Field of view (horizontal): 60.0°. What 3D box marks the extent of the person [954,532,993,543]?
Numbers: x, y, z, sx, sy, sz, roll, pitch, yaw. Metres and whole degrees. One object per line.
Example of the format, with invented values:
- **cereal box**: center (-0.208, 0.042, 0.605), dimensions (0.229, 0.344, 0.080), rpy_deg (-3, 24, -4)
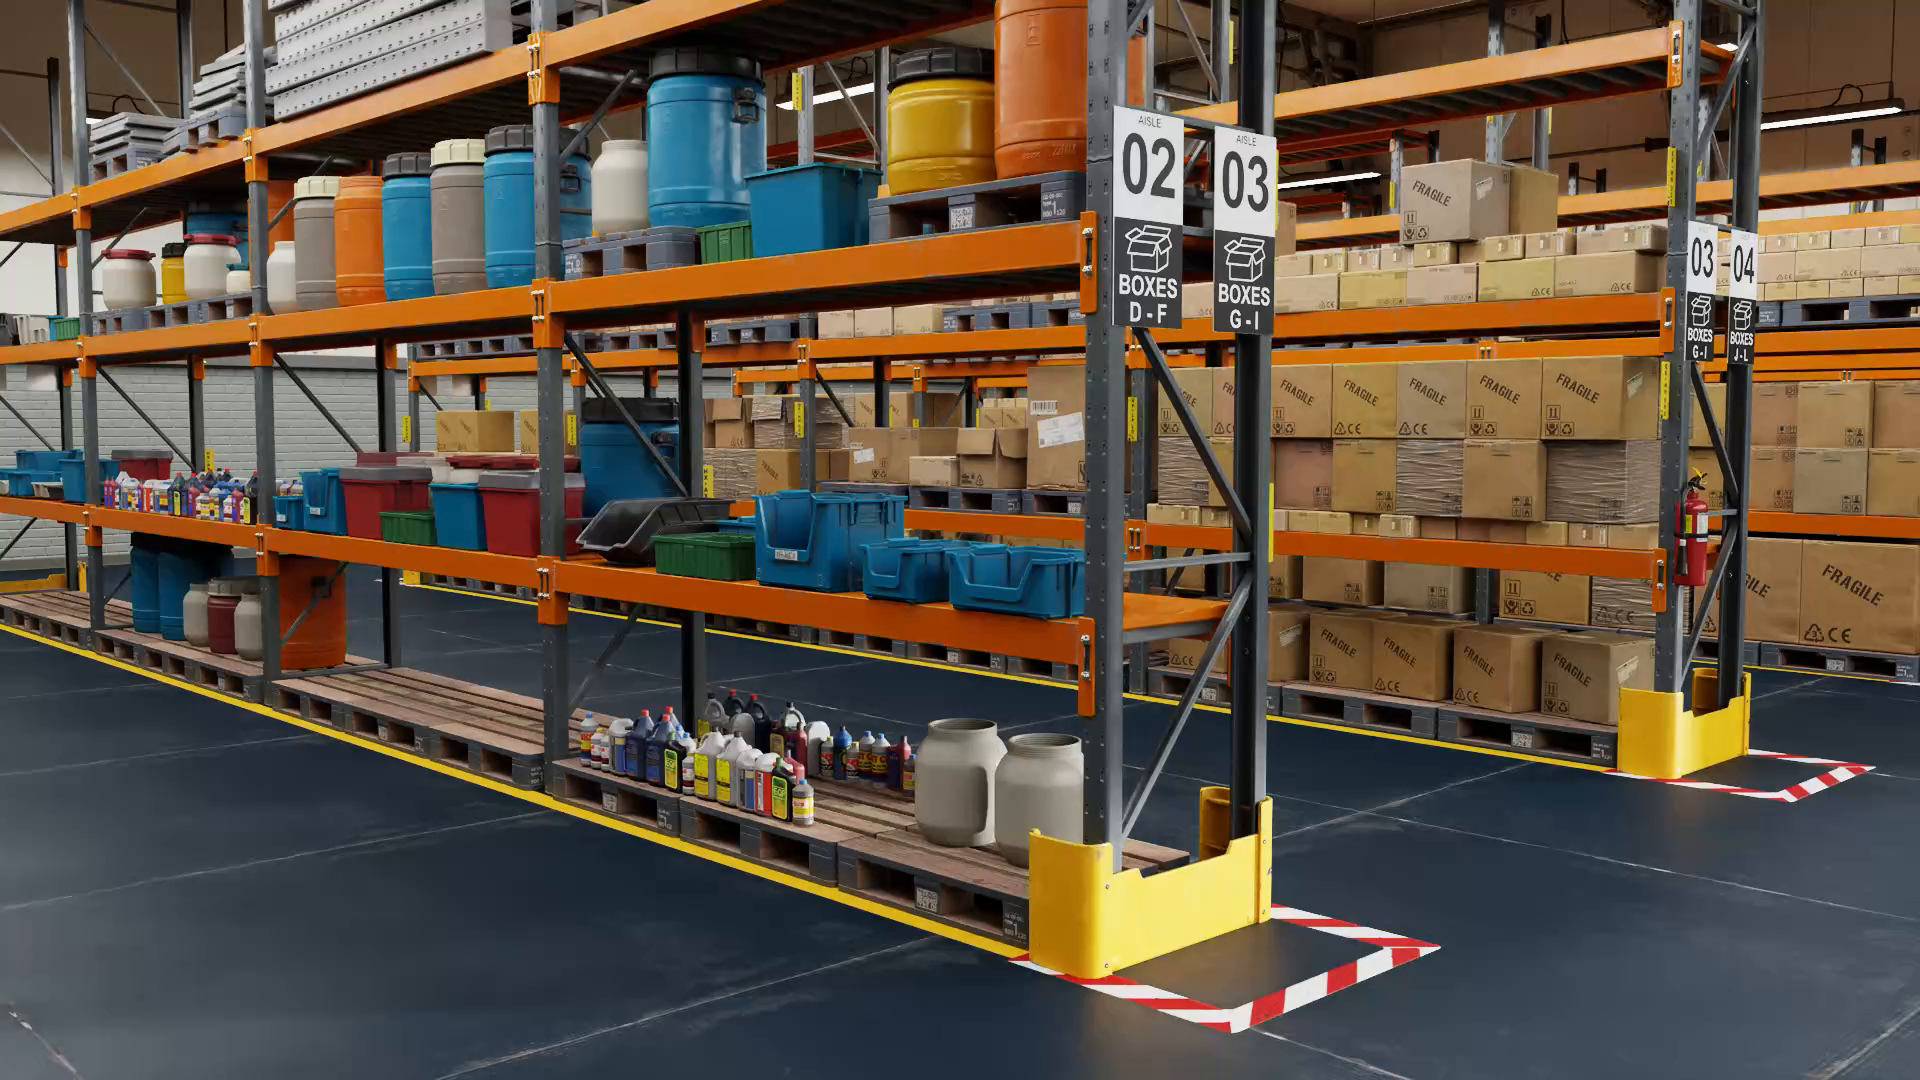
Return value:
- **person**: center (0.138, -0.011, 17.580), dimensions (0.532, 1.655, 0.347), rpy_deg (4, 6, 43)
